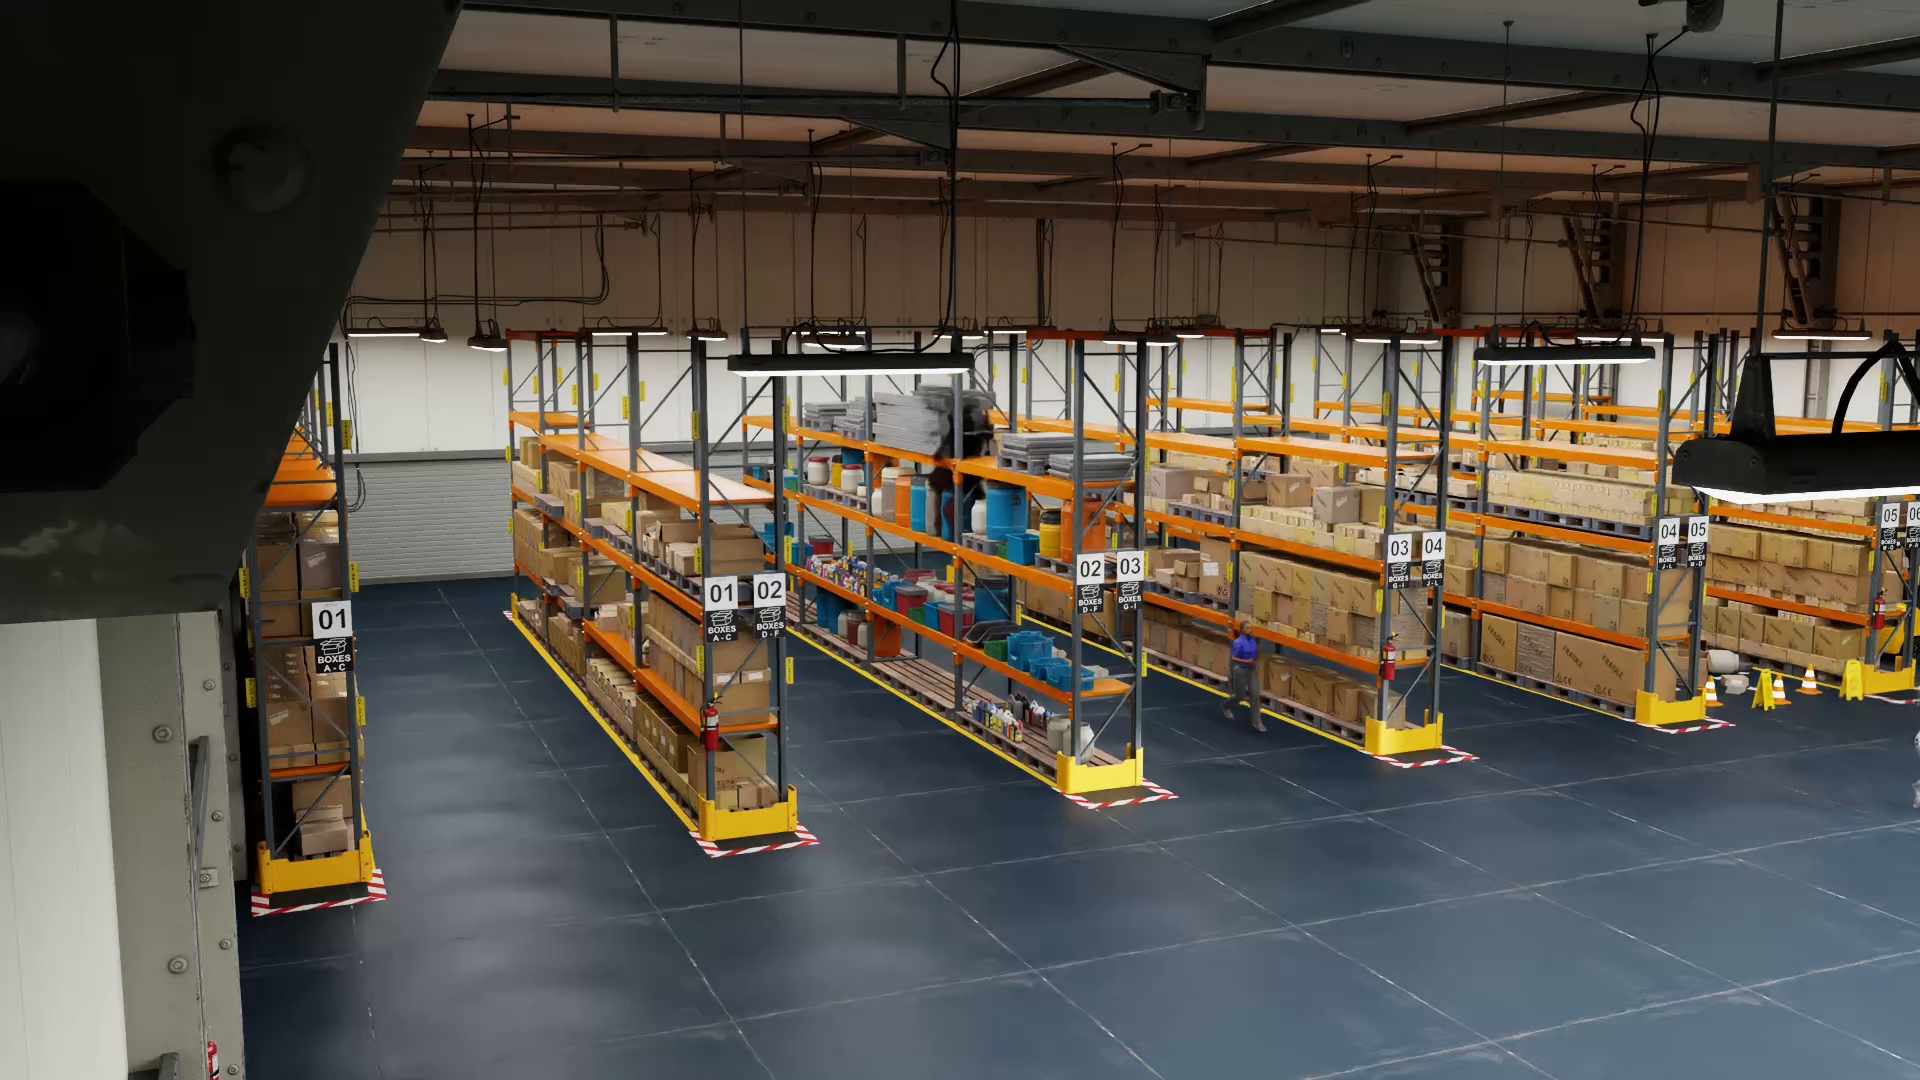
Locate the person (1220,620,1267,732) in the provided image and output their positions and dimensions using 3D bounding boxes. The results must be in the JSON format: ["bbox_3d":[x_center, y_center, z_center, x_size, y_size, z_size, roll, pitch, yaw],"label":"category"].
[{"bbox_3d":[4.360,2.046,25.436,0.579,1.657,0.923,-5,9,-32],"label":"person"}]

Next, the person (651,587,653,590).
[{"bbox_3d":[-6.147,0.872,33.822,0.704,1.778,0.848,-6,10,-35],"label":"person"}]

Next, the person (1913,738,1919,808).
[{"bbox_3d":[12.513,2.652,21.196,0.556,1.620,0.606,2,8,13],"label":"person"}]
